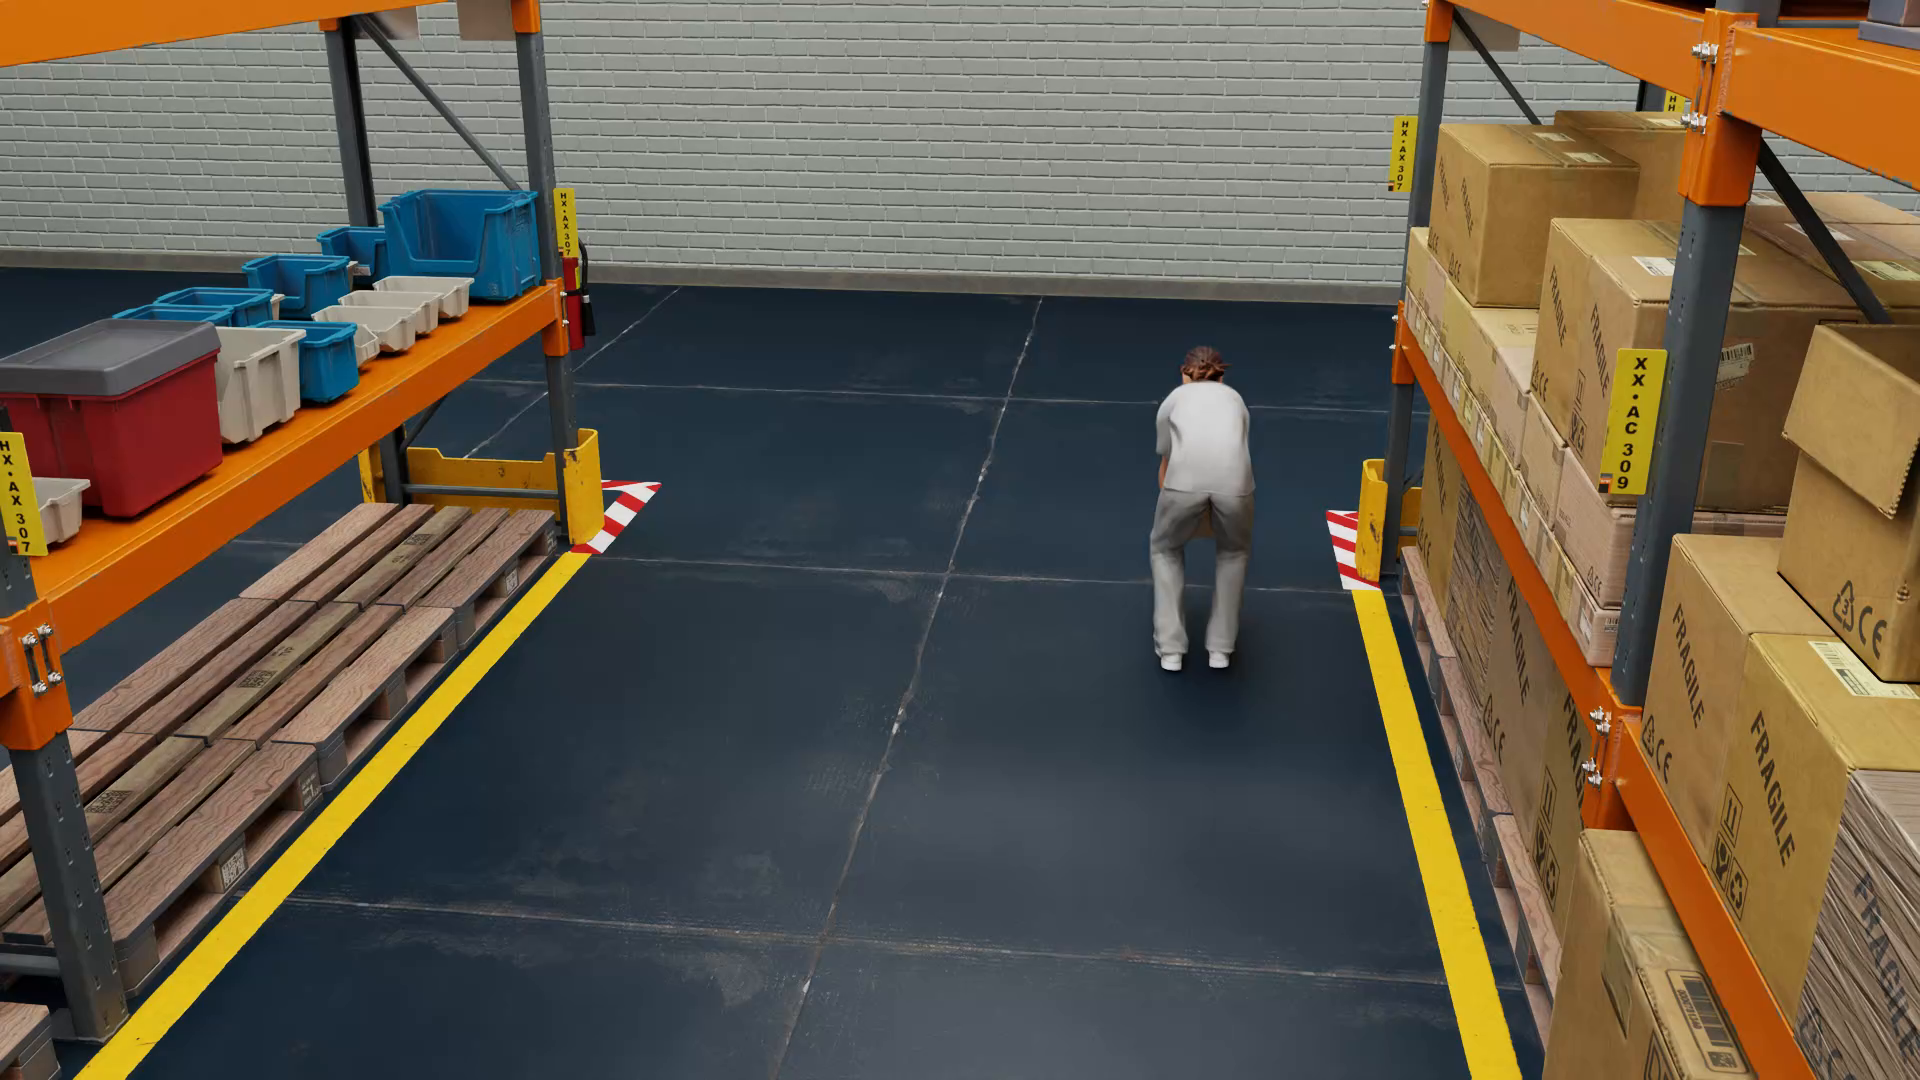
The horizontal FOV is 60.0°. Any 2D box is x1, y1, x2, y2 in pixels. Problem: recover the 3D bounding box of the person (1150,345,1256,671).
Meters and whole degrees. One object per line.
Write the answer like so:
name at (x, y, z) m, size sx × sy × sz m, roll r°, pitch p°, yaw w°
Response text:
person at (1.020, -0.136, 7.031) m, size 0.423 × 1.246 × 0.828 m, roll 2°, pitch 21°, yaw 5°
